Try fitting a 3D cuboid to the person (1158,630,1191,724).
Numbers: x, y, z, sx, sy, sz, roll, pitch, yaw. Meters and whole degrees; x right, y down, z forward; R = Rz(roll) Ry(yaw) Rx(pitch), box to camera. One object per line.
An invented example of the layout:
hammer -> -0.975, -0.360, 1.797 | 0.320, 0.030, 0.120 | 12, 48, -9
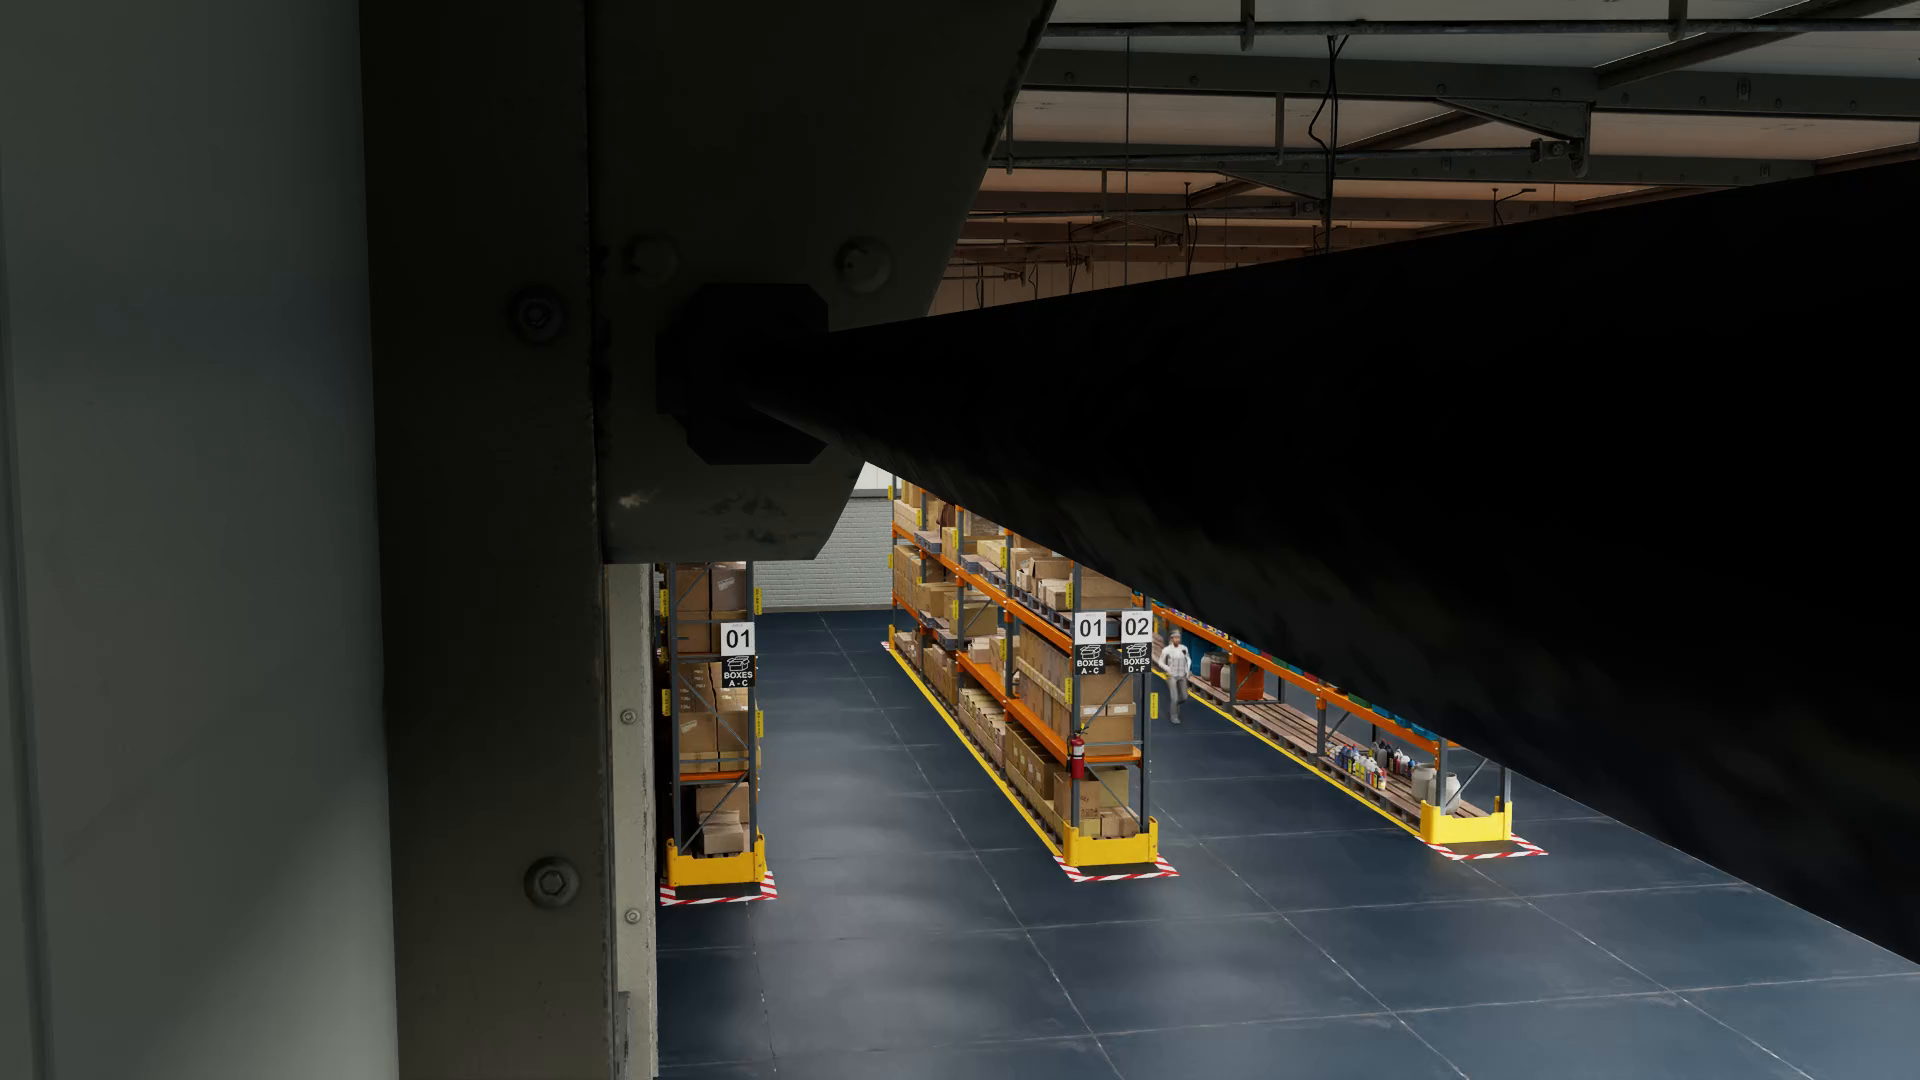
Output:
person -> 3.772, 2.375, 29.025 | 0.612, 1.648, 0.560 | -1, 6, -11
